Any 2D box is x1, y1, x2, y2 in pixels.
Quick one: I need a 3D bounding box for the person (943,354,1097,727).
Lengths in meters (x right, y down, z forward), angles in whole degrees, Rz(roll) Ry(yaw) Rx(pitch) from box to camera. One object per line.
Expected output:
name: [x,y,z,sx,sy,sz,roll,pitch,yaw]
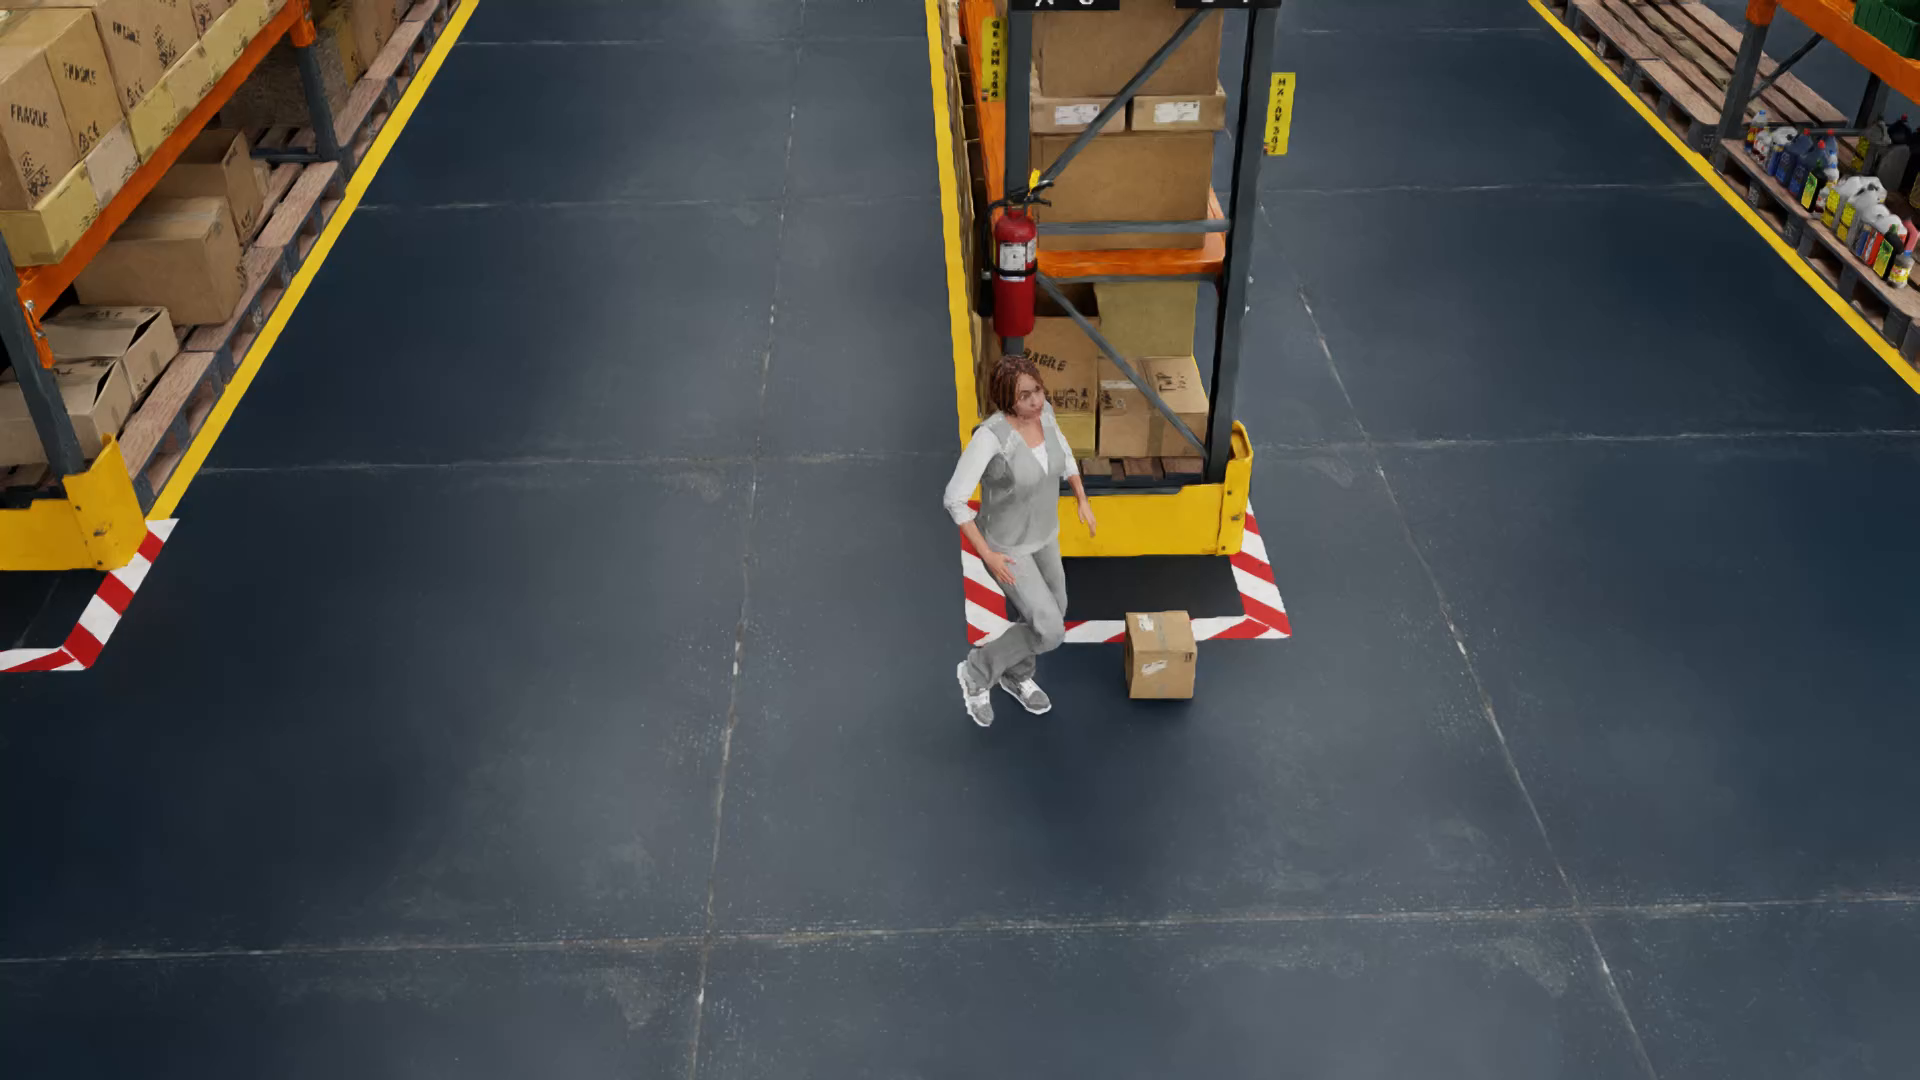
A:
person: [0.268,0.011,6.173,0.436,1.565,0.579,21,41,27]
